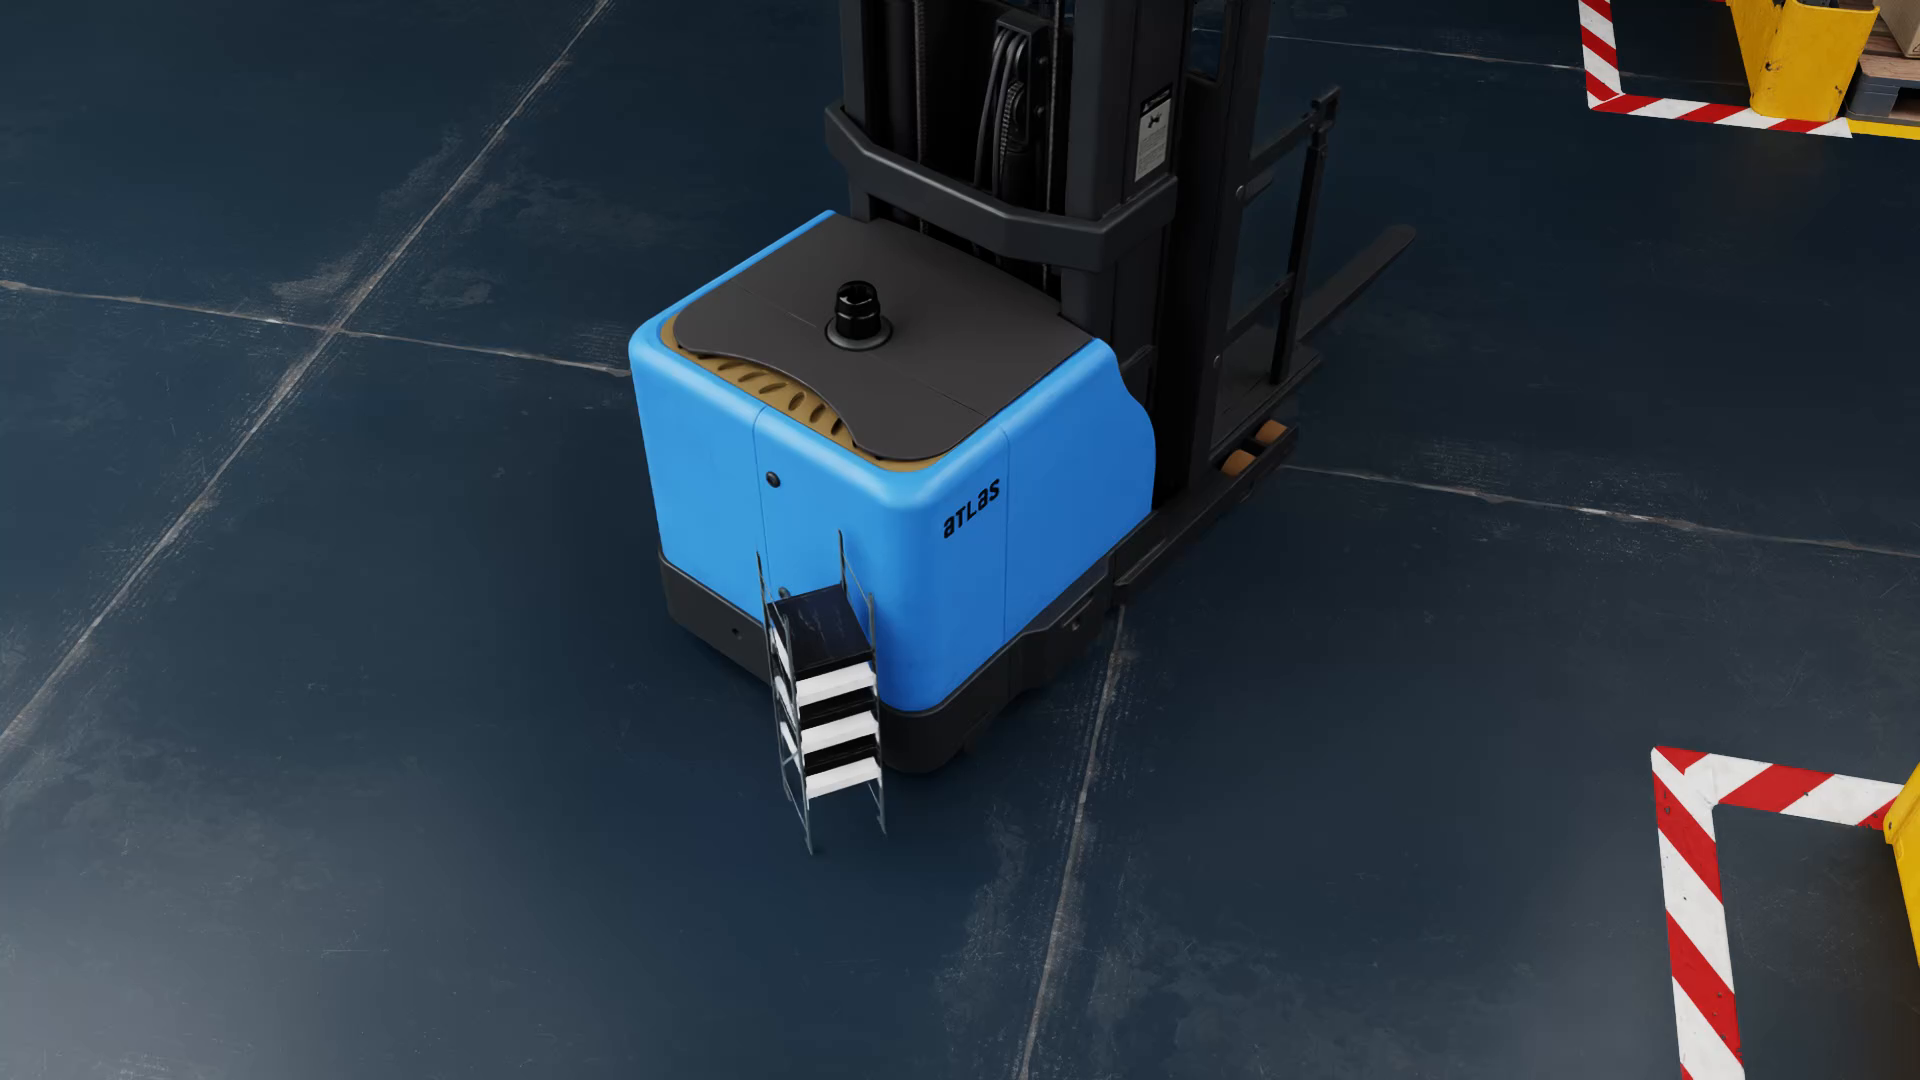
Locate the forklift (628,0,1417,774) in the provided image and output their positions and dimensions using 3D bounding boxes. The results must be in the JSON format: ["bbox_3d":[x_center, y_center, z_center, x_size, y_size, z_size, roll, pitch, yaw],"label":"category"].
[{"bbox_3d":[0.459,-1.382,4.572,1.130,2.935,3.031,30,51,27],"label":"forklift"}]

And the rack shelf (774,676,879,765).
[{"bbox_3d":[-0.341,0.427,4.206,0.200,0.077,0.258,-15,46,-15],"label":"rack shelf"}]

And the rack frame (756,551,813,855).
[{"bbox_3d":[-0.435,0.429,4.156,0.006,0.900,0.240,-15,46,-15],"label":"rack frame"}]

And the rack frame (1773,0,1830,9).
[{"bbox_3d":[3.630,-3.287,6.502,0.127,3.000,1.000,9,45,9],"label":"rack frame"}]

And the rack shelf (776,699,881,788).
[{"bbox_3d":[-0.341,0.492,4.268,0.200,0.077,0.258,-15,46,-15],"label":"rack shelf"}]

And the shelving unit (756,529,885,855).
[{"bbox_3d":[-0.341,0.403,4.183,0.210,0.900,0.258,-15,46,-15],"label":"shelving unit"}]

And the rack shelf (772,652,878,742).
[{"bbox_3d":[-0.341,0.362,4.143,0.200,0.077,0.258,-15,46,-15],"label":"rack shelf"}]

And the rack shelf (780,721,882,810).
[{"bbox_3d":[-0.341,0.557,4.330,0.200,0.077,0.258,-15,46,-15],"label":"rack shelf"}]

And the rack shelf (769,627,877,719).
[{"bbox_3d":[-0.341,0.297,4.081,0.200,0.077,0.258,-15,46,-15],"label":"rack shelf"}]

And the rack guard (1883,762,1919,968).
[{"bbox_3d":[2.528,0.963,3.889,0.348,0.500,1.175,9,45,9],"label":"rack guard"}]

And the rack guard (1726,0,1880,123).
[{"bbox_3d":[3.704,-2.375,7.357,0.348,0.500,1.175,9,45,9],"label":"rack guard"}]

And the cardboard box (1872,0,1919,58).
[{"bbox_3d":[4.285,-2.311,7.110,0.500,0.311,0.500,4,44,4],"label":"cardboard box"}]

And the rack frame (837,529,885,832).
[{"bbox_3d":[-0.246,0.377,4.210,0.006,0.900,0.240,-15,46,-15],"label":"rack frame"}]

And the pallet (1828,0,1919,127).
[{"bbox_3d":[4.489,-2.124,7.305,1.213,0.211,1.003,9,45,9],"label":"pallet"}]

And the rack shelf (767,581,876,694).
[{"bbox_3d":[-0.341,0.232,4.018,0.200,0.077,0.258,-15,46,-15],"label":"rack shelf"}]
